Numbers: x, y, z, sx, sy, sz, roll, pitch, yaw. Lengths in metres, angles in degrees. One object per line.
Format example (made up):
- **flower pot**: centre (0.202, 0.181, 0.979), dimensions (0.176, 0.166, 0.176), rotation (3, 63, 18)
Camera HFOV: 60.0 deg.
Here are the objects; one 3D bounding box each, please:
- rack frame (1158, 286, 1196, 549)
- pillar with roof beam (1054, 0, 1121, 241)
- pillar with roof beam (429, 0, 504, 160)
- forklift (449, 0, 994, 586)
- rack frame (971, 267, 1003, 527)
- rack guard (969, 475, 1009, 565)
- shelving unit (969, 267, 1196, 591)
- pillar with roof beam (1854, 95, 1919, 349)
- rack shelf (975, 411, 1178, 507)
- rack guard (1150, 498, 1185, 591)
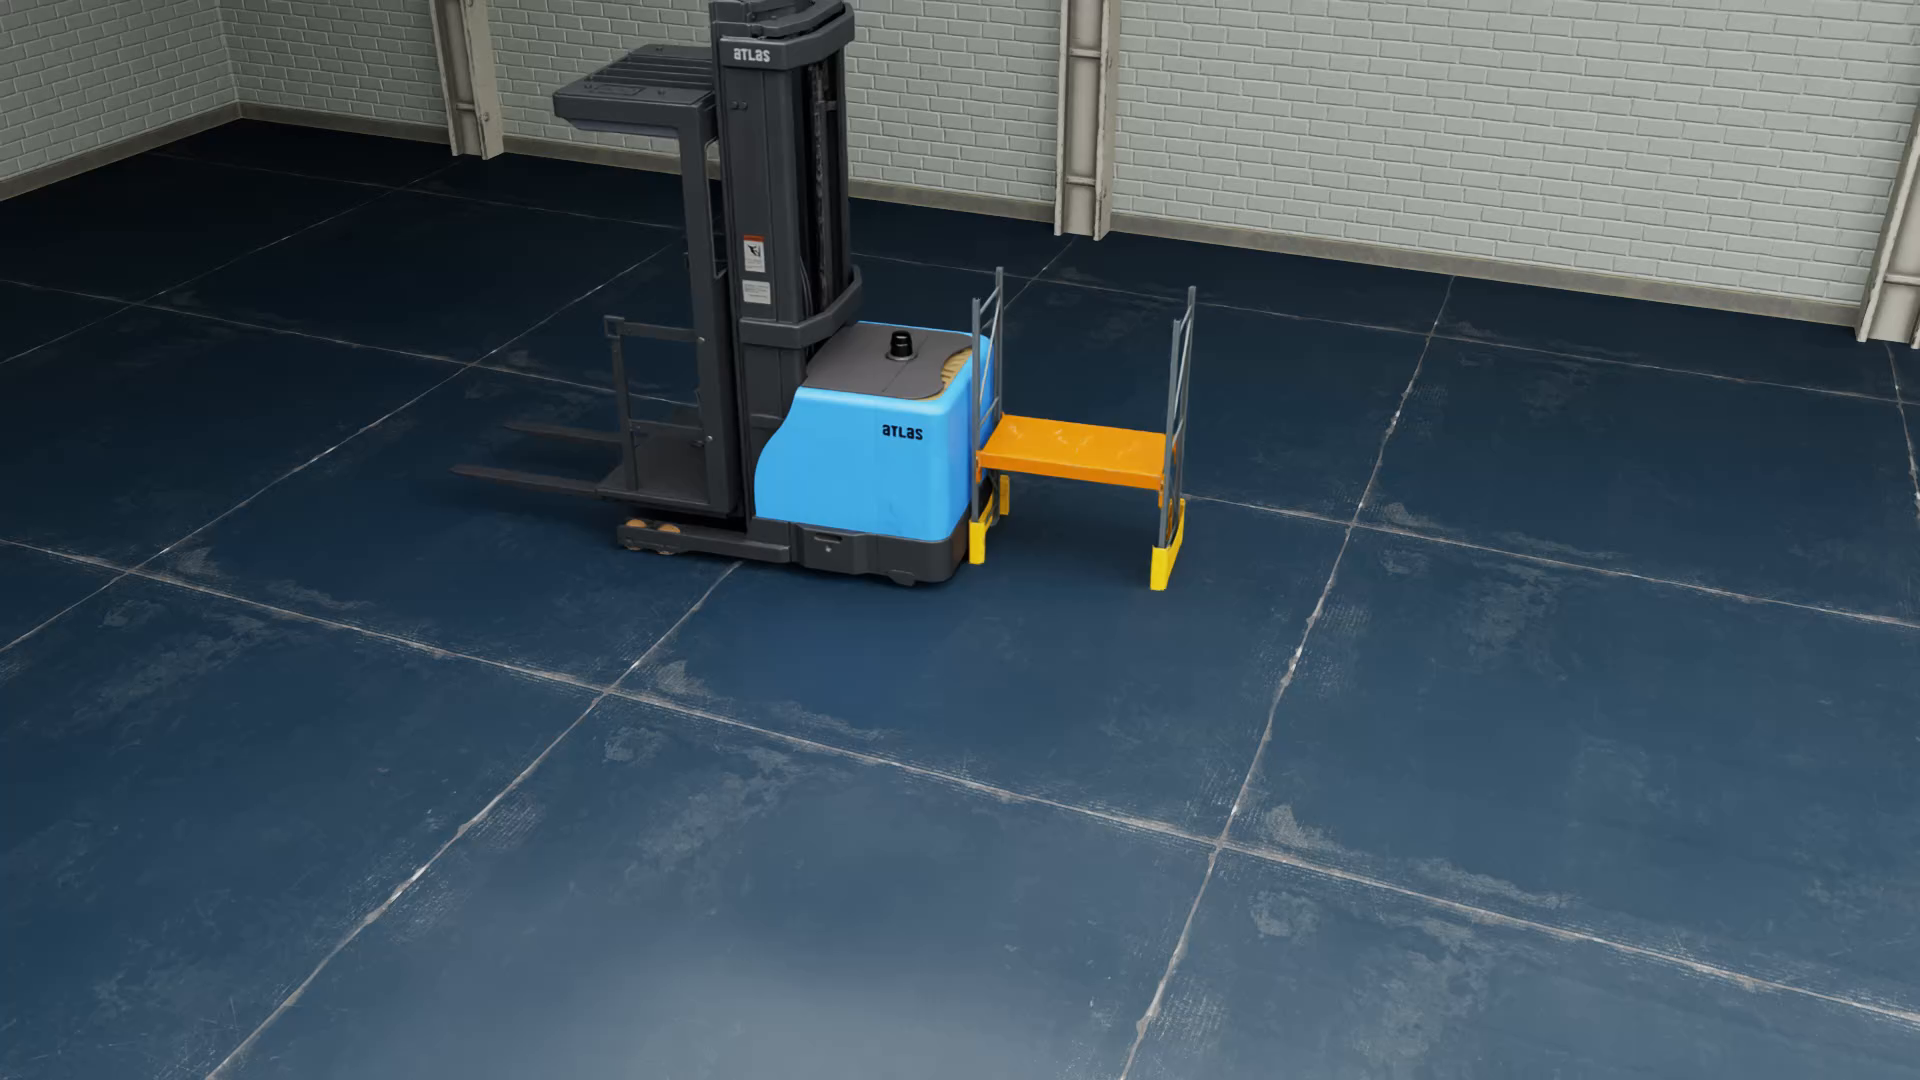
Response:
- **rack frame**: centre (1.122, -0.526, 8.657), dimensions (0.032, 1.500, 0.500), rotation (8, 30, 14)
- **pillar with roof beam**: centre (-0.606, -4.504, 8.073), dimensions (0.400, 9.000, 9.100), rotation (11, 31, 19)
- **pillar with roof beam**: centre (-6.166, -5.614, 10.037), dimensions (0.400, 9.000, 9.100), rotation (11, 31, 19)
- **forklift**: centre (-1.379, -1.433, 8.806), dimensions (3.031, 2.935, 1.130), rotation (8, 30, 14)
- **rack frame**: centre (0.145, -0.665, 8.902), dimensions (0.032, 1.500, 0.500), rotation (8, 30, 14)
- **rack guard**: centre (0.163, -0.118, 9.204), dimensions (0.087, 0.250, 0.587), rotation (8, 30, 14)
- **shelving unit**: centre (0.642, -0.594, 8.777), dimensions (1.083, 1.500, 0.587), rotation (8, 30, 14)
- **pillar with roof beam**: centre (4.953, -3.394, 6.109), dimensions (0.400, 9.000, 9.100), rotation (11, 31, 19)
- **rack shelf**: centre (0.633, -0.439, 8.868), dimensions (1.000, 0.185, 0.538), rotation (8, 30, 14)
- **rack guard**: centre (1.120, 0.018, 8.965), dimensions (0.087, 0.250, 0.587), rotation (8, 30, 14)
